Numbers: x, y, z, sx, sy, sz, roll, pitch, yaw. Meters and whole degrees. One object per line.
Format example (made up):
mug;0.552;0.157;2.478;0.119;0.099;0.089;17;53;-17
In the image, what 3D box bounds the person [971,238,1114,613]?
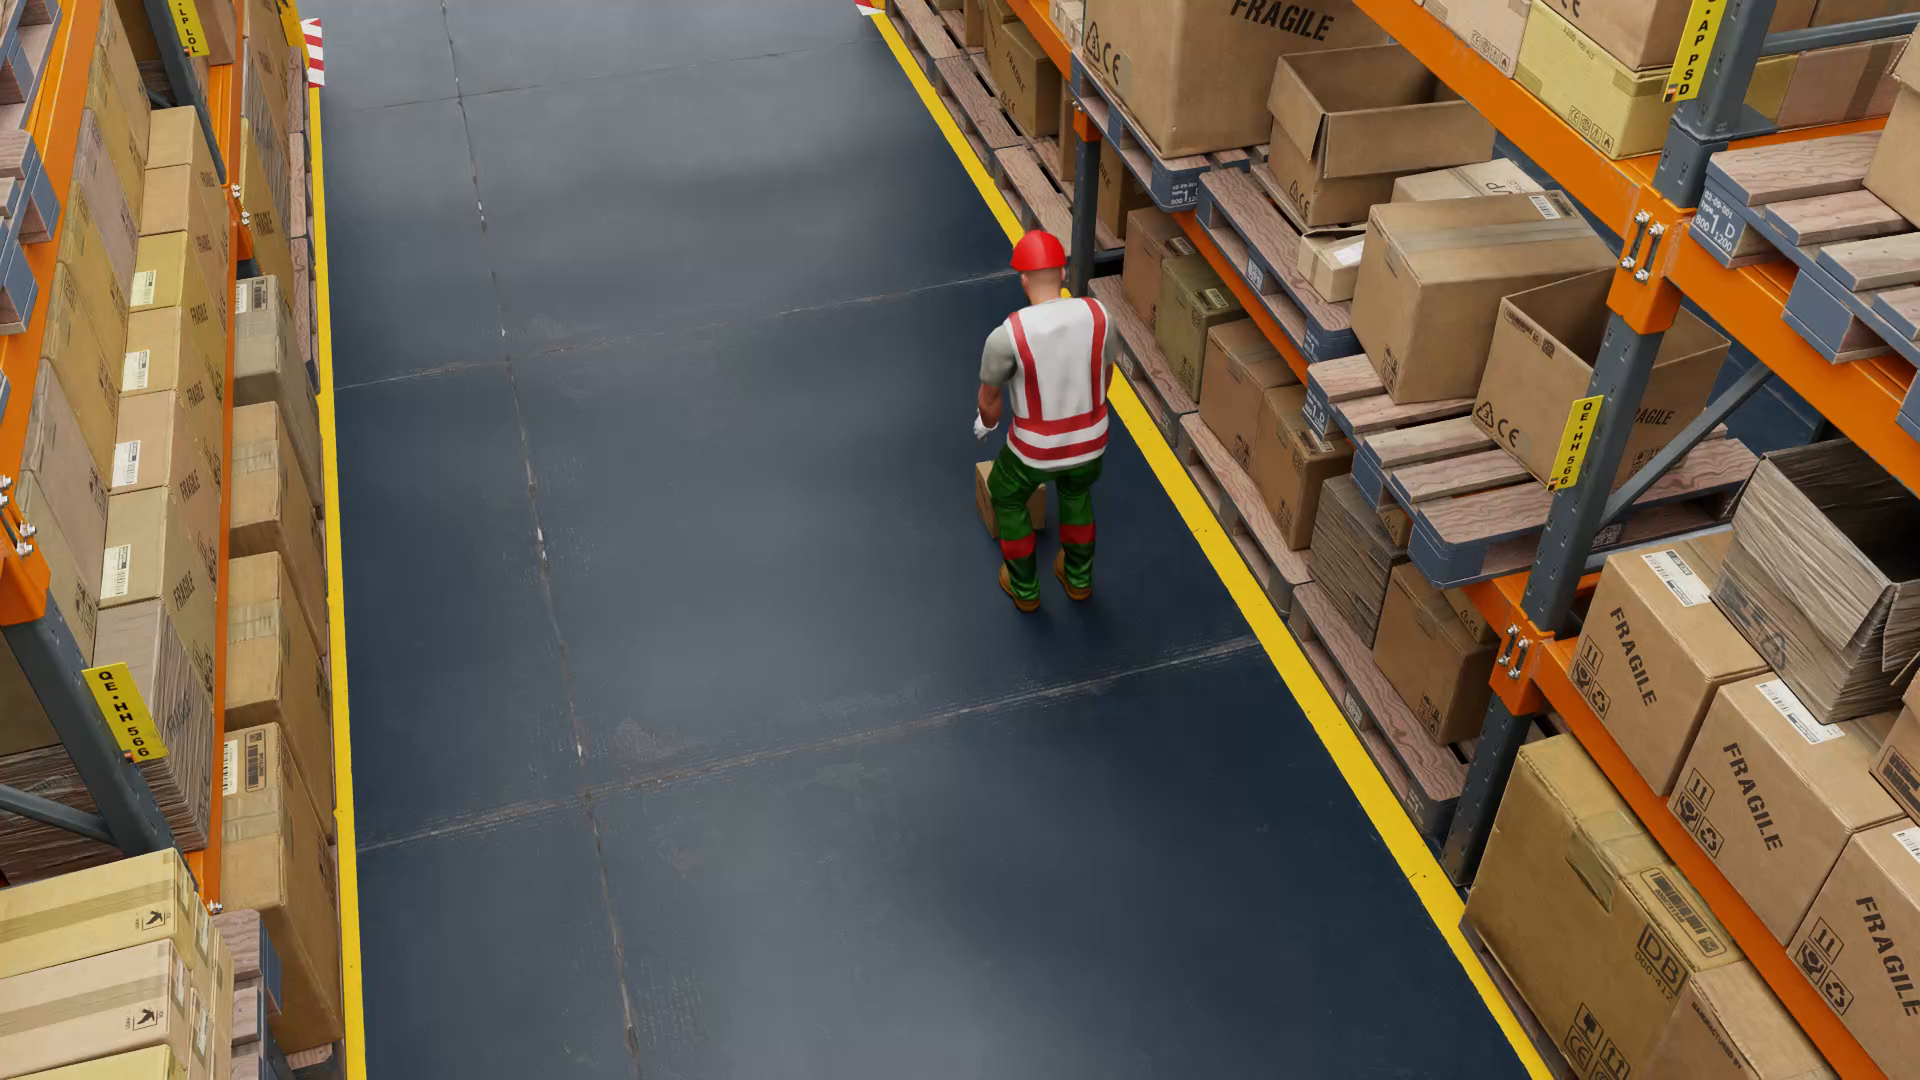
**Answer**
person;0.327;-0.422;6.736;0.568;1.627;0.602;-11;43;-12
